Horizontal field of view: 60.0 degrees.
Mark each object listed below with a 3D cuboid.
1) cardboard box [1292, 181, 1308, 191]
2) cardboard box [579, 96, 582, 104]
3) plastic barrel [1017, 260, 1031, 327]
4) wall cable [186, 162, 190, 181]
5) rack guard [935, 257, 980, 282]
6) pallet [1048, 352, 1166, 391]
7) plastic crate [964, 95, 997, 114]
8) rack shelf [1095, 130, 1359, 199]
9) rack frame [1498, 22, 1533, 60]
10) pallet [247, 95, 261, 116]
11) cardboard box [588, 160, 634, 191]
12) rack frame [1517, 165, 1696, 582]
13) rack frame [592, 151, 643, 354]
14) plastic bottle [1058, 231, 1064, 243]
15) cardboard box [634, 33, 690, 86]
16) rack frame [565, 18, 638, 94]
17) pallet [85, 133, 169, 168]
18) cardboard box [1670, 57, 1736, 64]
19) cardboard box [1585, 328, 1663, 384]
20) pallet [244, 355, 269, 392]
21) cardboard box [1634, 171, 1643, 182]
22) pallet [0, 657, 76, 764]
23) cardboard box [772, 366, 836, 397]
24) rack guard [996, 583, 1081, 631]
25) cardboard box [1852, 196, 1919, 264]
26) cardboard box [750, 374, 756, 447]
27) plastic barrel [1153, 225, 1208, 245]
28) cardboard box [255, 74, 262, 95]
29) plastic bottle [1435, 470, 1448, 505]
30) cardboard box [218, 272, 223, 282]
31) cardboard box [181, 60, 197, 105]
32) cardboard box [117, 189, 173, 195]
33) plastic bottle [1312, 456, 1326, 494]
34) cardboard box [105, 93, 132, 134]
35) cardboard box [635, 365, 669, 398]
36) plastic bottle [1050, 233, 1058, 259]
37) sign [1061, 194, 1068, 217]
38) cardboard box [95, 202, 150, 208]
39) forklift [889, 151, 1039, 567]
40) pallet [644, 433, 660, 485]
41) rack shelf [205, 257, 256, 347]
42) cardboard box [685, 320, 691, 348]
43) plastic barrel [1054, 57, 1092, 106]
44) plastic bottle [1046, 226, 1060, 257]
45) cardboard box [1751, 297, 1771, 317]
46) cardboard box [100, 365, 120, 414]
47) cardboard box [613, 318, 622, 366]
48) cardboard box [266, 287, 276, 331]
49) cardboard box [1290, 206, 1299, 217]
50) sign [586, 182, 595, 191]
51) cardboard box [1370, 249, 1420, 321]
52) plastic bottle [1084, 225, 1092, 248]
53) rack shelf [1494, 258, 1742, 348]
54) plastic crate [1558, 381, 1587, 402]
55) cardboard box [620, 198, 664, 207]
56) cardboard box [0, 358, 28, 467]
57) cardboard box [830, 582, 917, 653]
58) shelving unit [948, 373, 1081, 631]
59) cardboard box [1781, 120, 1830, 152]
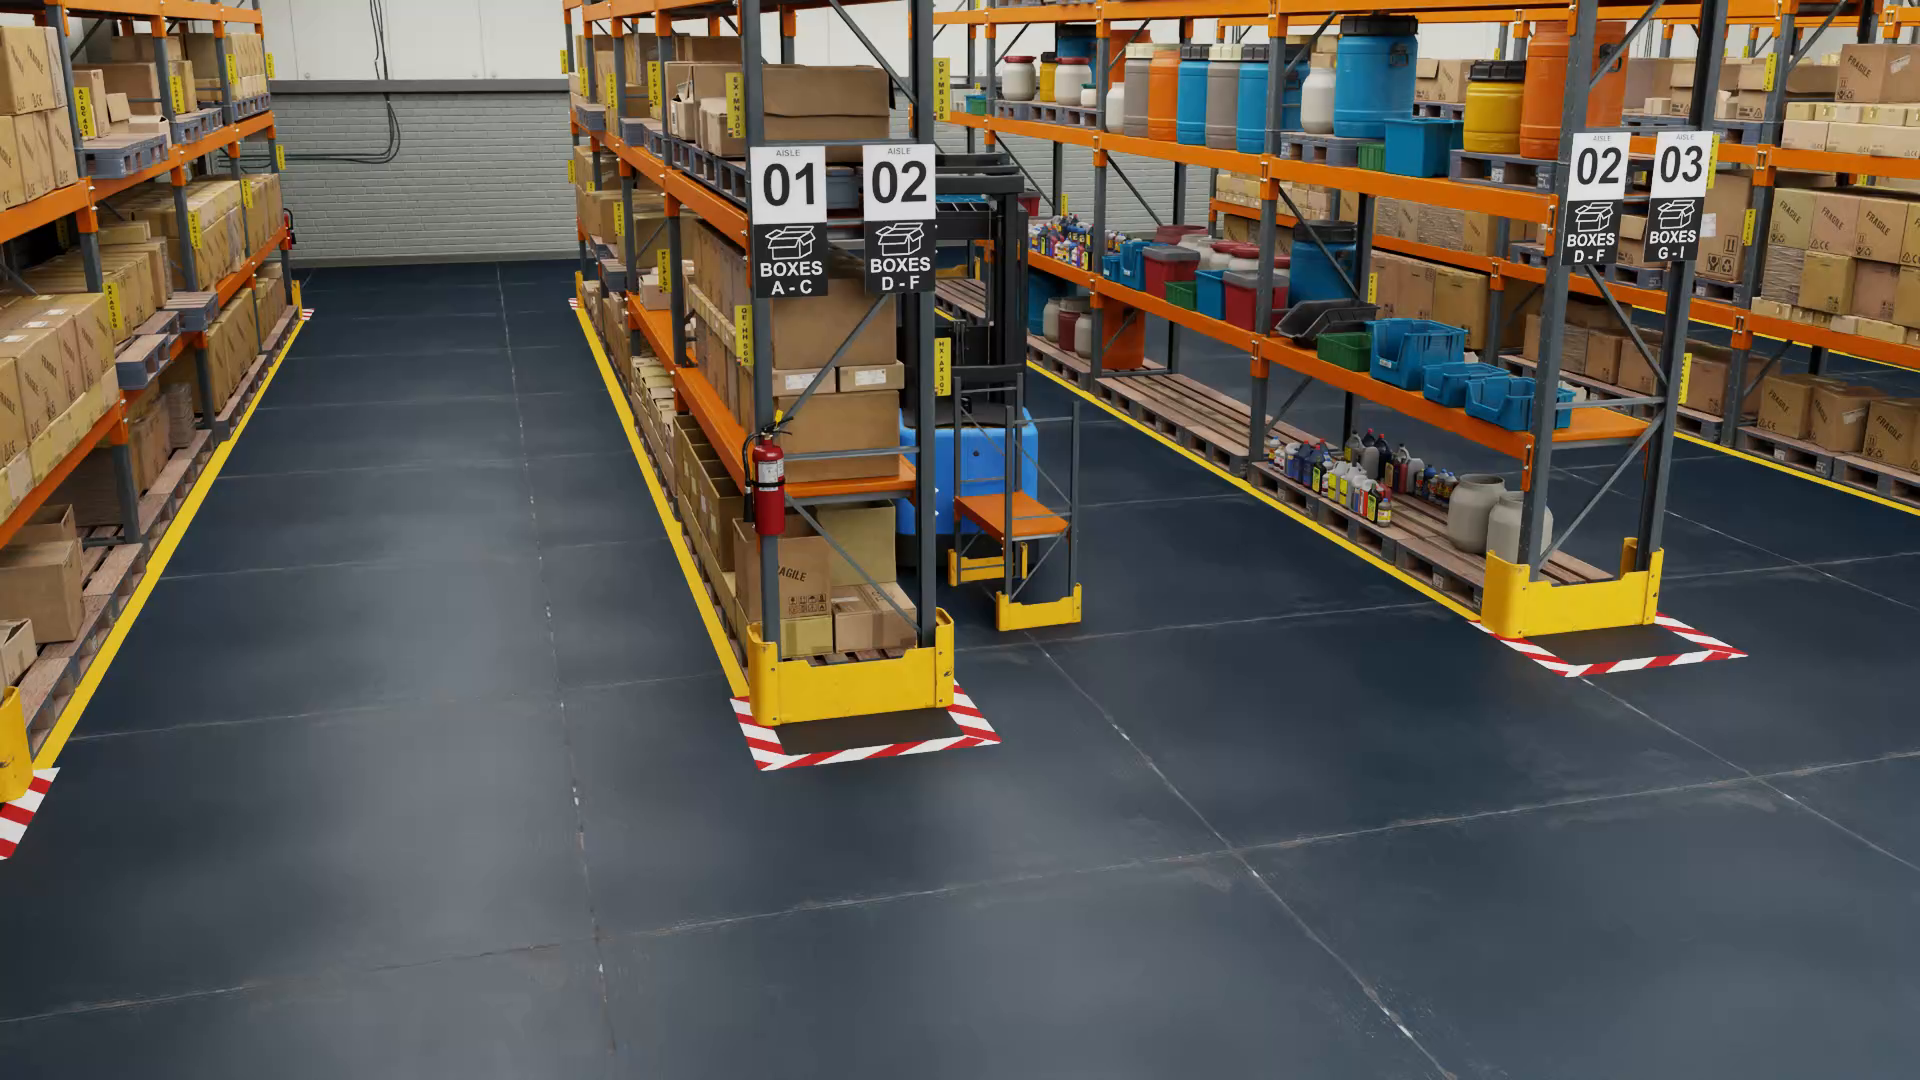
[{"bbox_3d":[5.074,-5.253,23.665,0.500,0.500,0.500,-5,17,-15],"label":"cardboard box"},{"bbox_3d":[-4.597,-5.551,21.264,0.500,0.250,0.500,-5,17,-15],"label":"cardboard box"},{"bbox_3d":[0.962,-3.231,21.411,0.600,0.901,0.708,-5,17,-15],"label":"plastic barrel"},{"bbox_3d":[-11.057,-5.275,23.535,0.084,1.984,1.851,-5,17,-15],"label":"wall cable"},{"bbox_3d":[-0.289,-4.101,25.736,1.175,0.500,0.348,-5,17,-15],"label":"rack guard"},{"bbox_3d":[1.672,-1.959,19.108,1.003,0.211,1.213,-5,17,-15],"label":"pallet"},{"bbox_3d":[0.272,-5.769,22.022,0.416,0.233,0.300,-5,17,-15],"label":"plastic crate"},{"bbox_3d":[2.478,-3.619,15.822,1.077,0.370,4.000,-5,17,-15],"label":"rack shelf"},{"bbox_3d":[9.289,-8.922,27.011,1.000,3.000,0.127,-5,17,-15],"label":"rack frame"},{"bbox_3d":[-9.243,-5.361,20.526,1.003,0.211,1.213,-5,17,-15],"label":"pallet"},{"bbox_3d":[-4.322,-4.442,20.614,0.500,0.500,0.500,-5,17,-15],"label":"cardboard box"},{"bbox_3d":[4.127,-0.867,10.625,1.000,3.000,0.127,-5,17,-15],"label":"rack frame"},{"bbox_3d":[-3.935,-3.796,20.374,1.000,3.000,0.127,-5,17,-15],"label":"rack frame"},{"bbox_3d":[1.181,-3.481,19.529,0.061,0.283,0.133,-5,17,-15],"label":"plastic bottle"},{"bbox_3d":[-2.949,-4.774,16.505,0.500,0.500,0.500,-5,17,-15],"label":"cardboard box"},{"bbox_3d":[-5.034,-7.775,23.195,1.000,3.000,0.127,-5,17,-15],"label":"rack frame"},{"bbox_3d":[-6.853,-3.003,12.847,1.213,0.211,1.003,-5,17,-15],"label":"pallet"},{"bbox_3d":[10.387,-6.514,23.307,0.700,0.500,0.500,-5,17,-15],"label":"cardboard box"},{"bbox_3d":[7.221,-1.993,17.952,0.700,0.500,0.500,-3,17,-11],"label":"cardboard box"},{"bbox_3d":[-8.412,-1.860,18.778,1.003,0.211,1.213,-5,17,-15],"label":"pallet"},{"bbox_3d":[9.984,-5.244,24.505,0.500,0.500,0.500,-5,17,-15],"label":"cardboard box"},{"bbox_3d":[-5.609,1.003,9.246,1.003,0.211,1.213,-5,17,-15],"label":"pallet"},{"bbox_3d":[-0.925,-0.926,9.518,0.380,0.149,0.250,-5,17,-16],"label":"cardboard box"},{"bbox_3d":[0.523,0.444,11.041,0.587,0.250,0.087,-6,18,-18],"label":"rack guard"},{"bbox_3d":[7.945,-2.613,14.009,0.500,0.500,0.500,-5,17,-15],"label":"cardboard box"},{"bbox_3d":[-0.902,-0.799,10.225,0.700,0.500,0.500,-4,17,-14],"label":"cardboard box"},{"bbox_3d":[2.347,-3.041,17.624,0.600,0.536,0.708,-5,17,-15],"label":"plastic barrel"},{"bbox_3d":[-9.195,-5.798,21.182,0.500,0.250,0.500,-5,18,-17],"label":"cardboard box"},{"bbox_3d":[3.807,-0.420,13.113,0.097,0.271,0.097,0,17,0],"label":"plastic bottle"},{"bbox_3d":[-7.962,-2.792,17.435,0.380,0.149,0.250,-4,17,-14],"label":"cardboard box"},{"bbox_3d":[-8.560,-4.846,17.719,0.700,0.500,0.500,-6,18,-18],"label":"cardboard box"},{"bbox_3d":[-8.528,-3.532,17.467,0.500,0.250,0.500,-5,18,-17],"label":"cardboard box"},{"bbox_3d":[2.908,-0.526,13.446,0.061,0.283,0.133,-4,17,-13],"label":"plastic bottle"},{"bbox_3d":[-7.330,-3.426,13.716,0.797,0.503,0.637,-2,17,-8],"label":"cardboard box"},{"bbox_3d":[-2.821,-1.529,15.904,0.500,0.311,0.500,-5,17,-17],"label":"cardboard box"},{"bbox_3d":[1.093,-3.418,19.321,0.061,0.283,0.133,-5,17,-15],"label":"plastic bottle"},{"bbox_3d":[1.359,-4.362,21.778,0.100,0.325,0.005,-5,17,-15],"label":"sign"},{"bbox_3d":[-8.110,-3.104,16.043,0.500,0.250,0.500,-5,18,-17],"label":"cardboard box"},{"bbox_3d":[-0.041,-1.584,13.129,1.130,2.935,3.031,-1,17,-4],"label":"forklift"},{"bbox_3d":[-2.315,-0.786,15.203,1.003,0.211,1.213,-5,17,-15],"label":"pallet"},{"bbox_3d":[-8.147,-2.505,17.329,1.077,0.370,4.000,-5,17,-15],"label":"rack shelf"},{"bbox_3d":[-2.154,-1.747,13.788,0.396,0.266,0.258,-5,17,-17],"label":"cardboard box"},{"bbox_3d":[1.296,-5.261,19.073,0.433,0.535,0.433,0,17,0],"label":"plastic barrel"},{"bbox_3d":[1.089,-3.498,19.469,0.144,0.351,0.185,-5,17,-15],"label":"plastic bottle"},{"bbox_3d":[7.560,-2.162,15.371,0.380,0.149,0.250,-5,17,-15],"label":"cardboard box"},{"bbox_3d":[-6.076,-1.021,11.363,0.500,0.250,0.500,-5,17,-15],"label":"cardboard box"},{"bbox_3d":[-3.610,-2.231,18.745,0.500,0.500,0.500,-5,18,-17],"label":"cardboard box"},{"bbox_3d":[-9.077,-2.903,21.019,0.700,0.500,0.500,-4,17,-14],"label":"cardboard box"},{"bbox_3d":[4.981,-4.729,23.919,0.380,0.149,0.250,-4,17,-14],"label":"cardboard box"},{"bbox_3d":[-4.454,-4.165,20.100,0.100,0.325,0.005,-5,17,-15],"label":"sign"},{"bbox_3d":[6.033,-3.339,21.817,1.225,0.875,0.875,-5,18,-17],"label":"cardboard box"},{"bbox_3d":[1.588,-3.702,20.276,0.152,0.276,0.135,-5,17,-15],"label":"plastic bottle"},{"bbox_3d":[7.240,-2.574,17.557,1.077,0.370,4.000,-5,17,-15],"label":"rack shelf"},{"bbox_3d":[4.190,-1.014,11.571,0.298,0.136,0.250,-5,17,-15],"label":"plastic crate"},{"bbox_3d":[-3.390,-3.561,18.689,0.700,0.500,0.500,-10,19,-29],"label":"cardboard box"},{"bbox_3d":[-5.367,-0.674,8.904,0.500,0.500,0.500,-5,17,-15],"label":"cardboard box"},{"bbox_3d":[-0.570,0.473,10.212,0.500,0.250,0.500,-5,17,-15],"label":"cardboard box"},{"bbox_3d":[0.361,-0.290,11.312,0.587,1.500,1.083,-6,18,-18],"label":"shelving unit"},{"bbox_3d":[7.667,-3.585,14.720,0.500,0.250,0.500,-5,18,-17],"label":"cardboard box"}]
